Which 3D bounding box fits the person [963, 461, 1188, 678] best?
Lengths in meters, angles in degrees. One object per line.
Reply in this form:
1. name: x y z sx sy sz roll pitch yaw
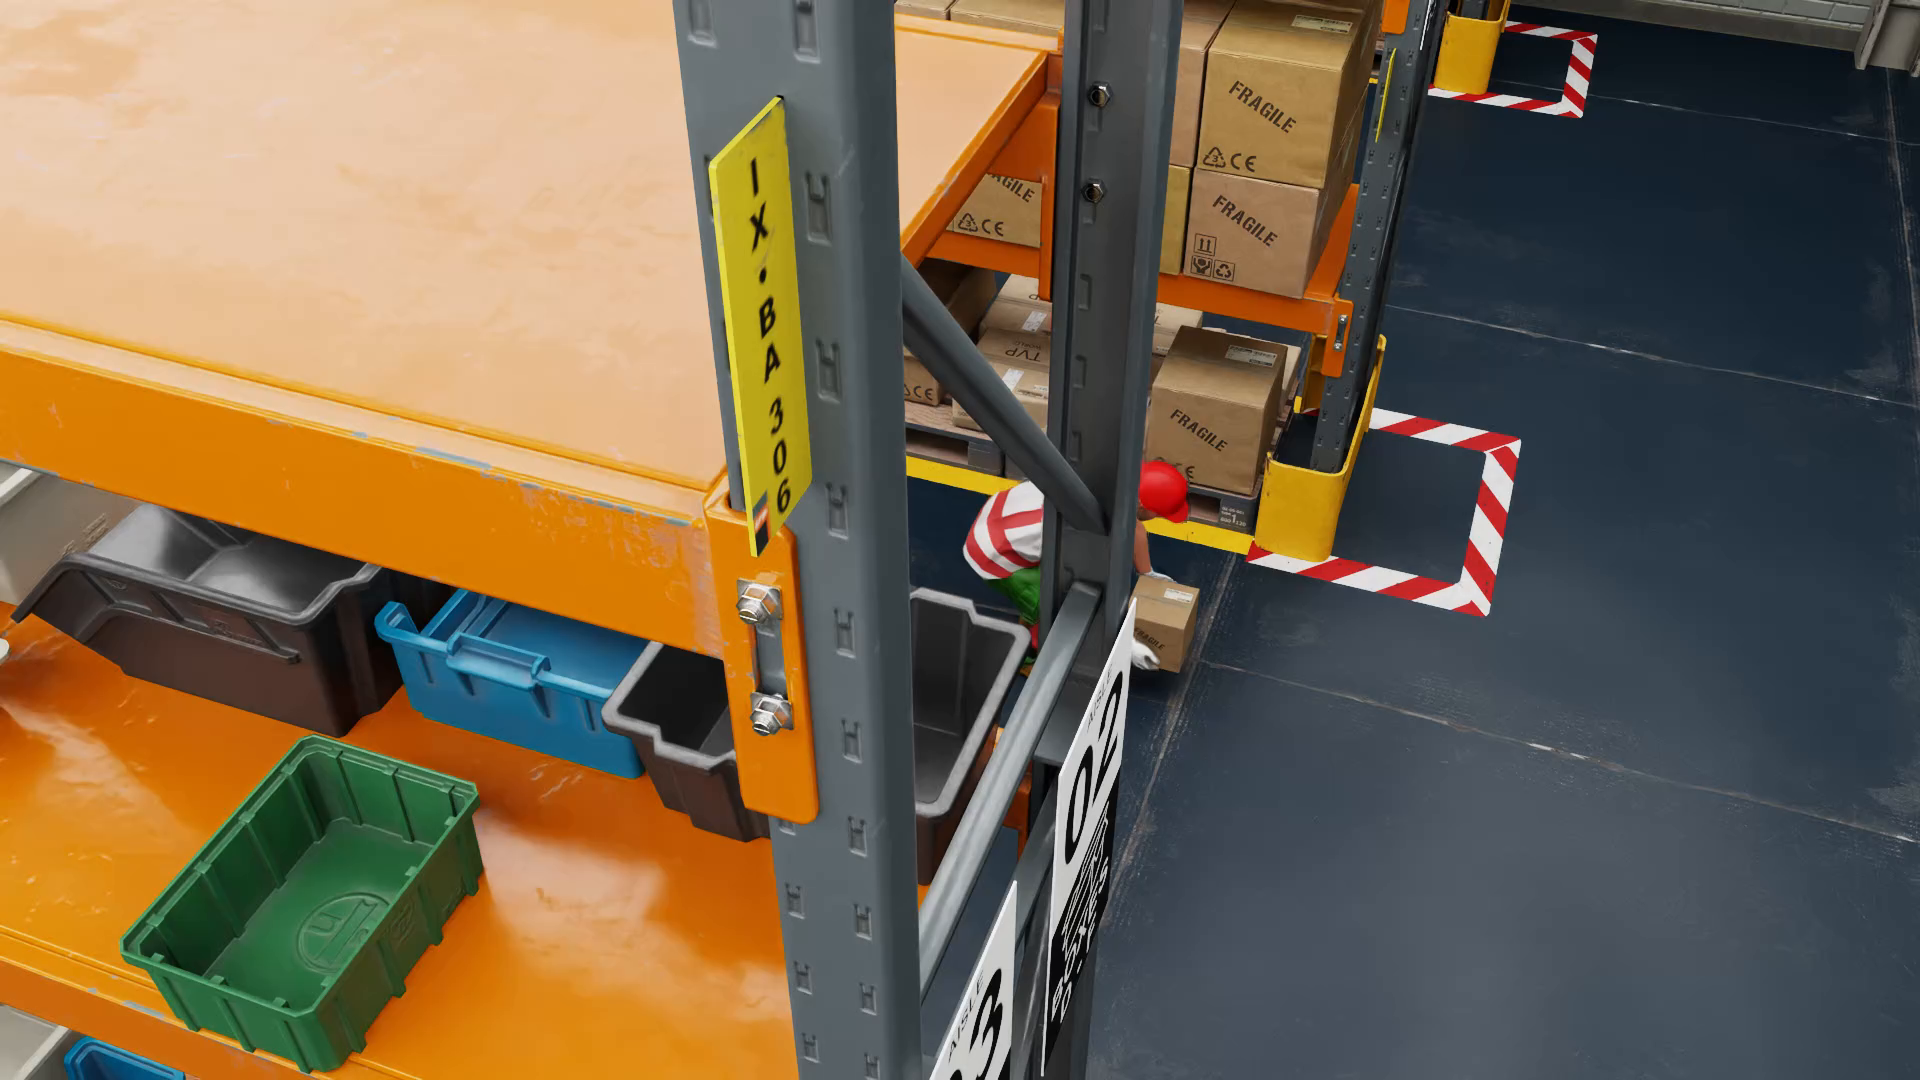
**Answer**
1. person: 0.462 0.071 6.711 0.863 1.073 0.578 13 43 15
